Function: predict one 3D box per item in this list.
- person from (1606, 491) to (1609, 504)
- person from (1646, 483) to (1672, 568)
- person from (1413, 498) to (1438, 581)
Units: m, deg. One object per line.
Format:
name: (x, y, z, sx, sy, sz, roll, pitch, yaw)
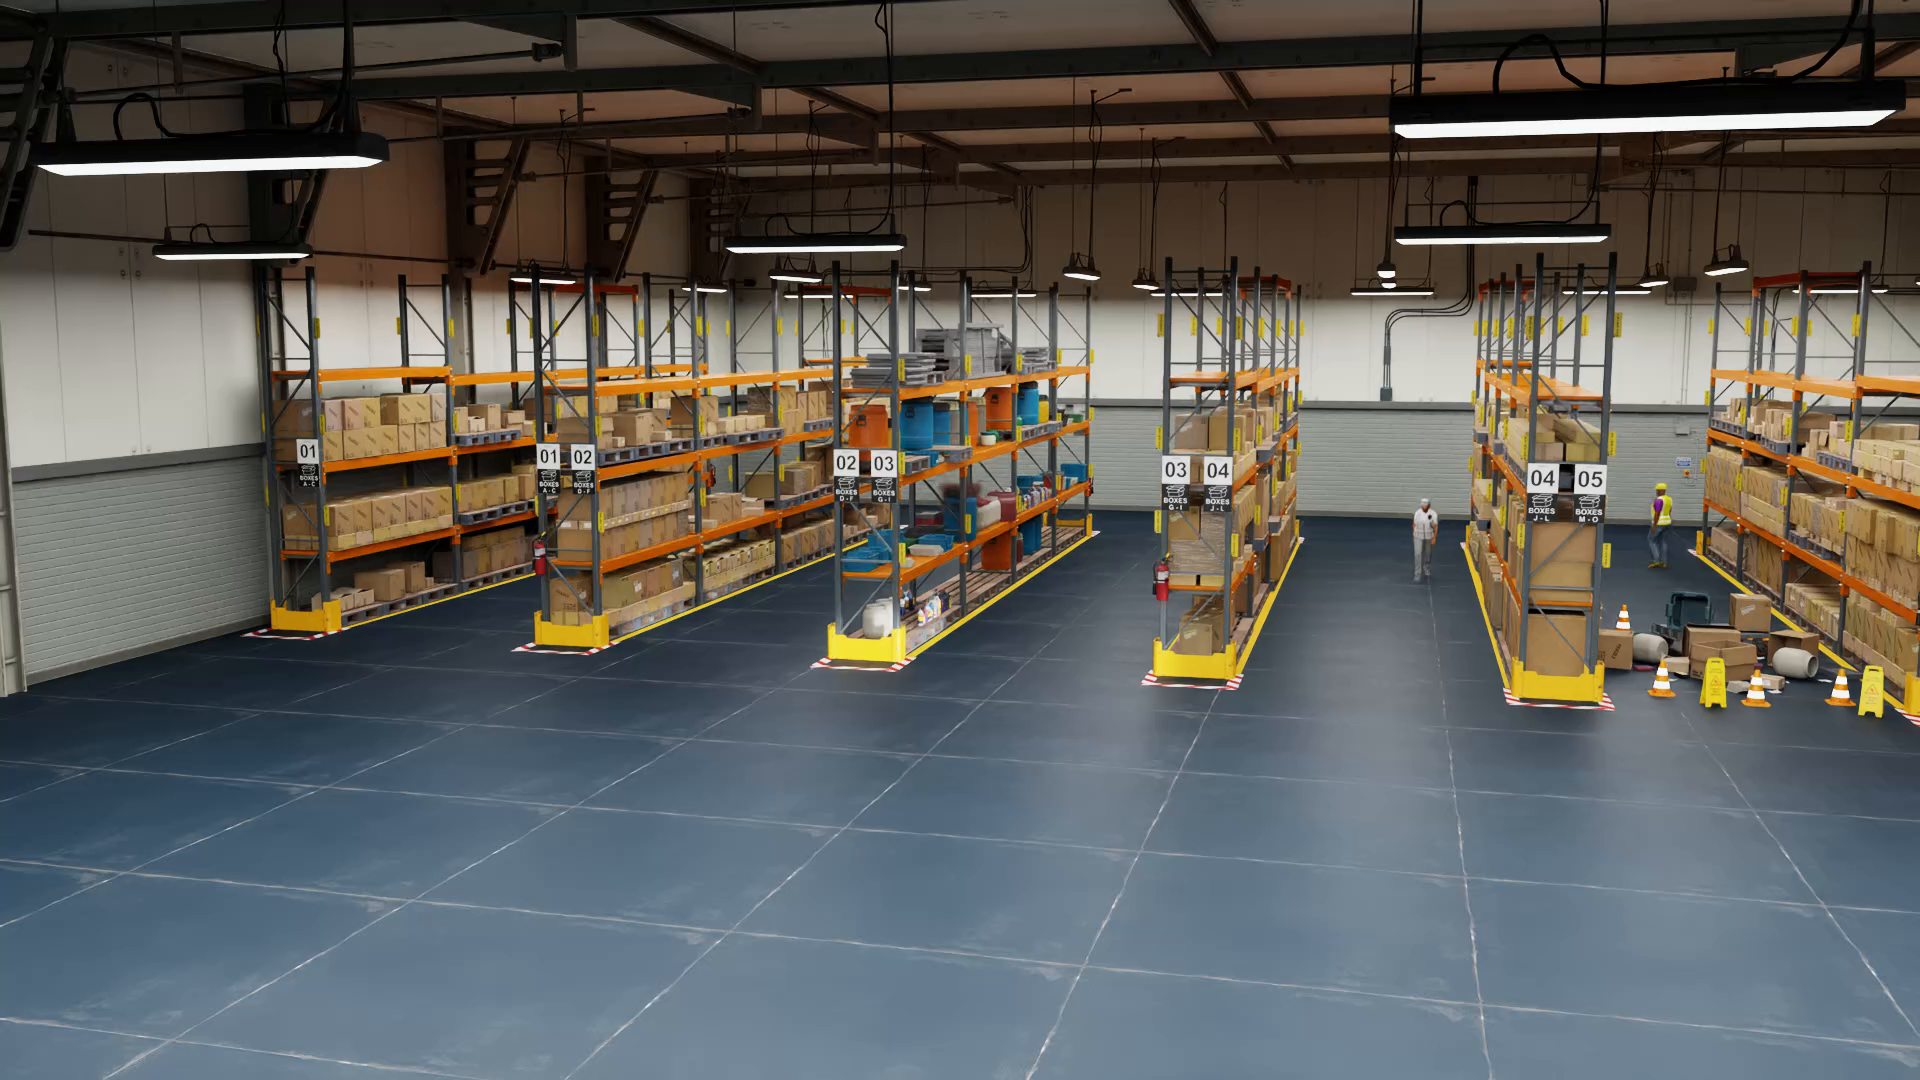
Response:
person: (14.558, -0.653, 38.248, 0.529, 1.632, 0.895, 0, 7, -1)
person: (14.690, -0.279, 34.911, 0.643, 1.837, 0.407, -5, 9, -35)
person: (9.331, -0.041, 33.356, 0.476, 1.617, 0.998, 2, 7, 14)
